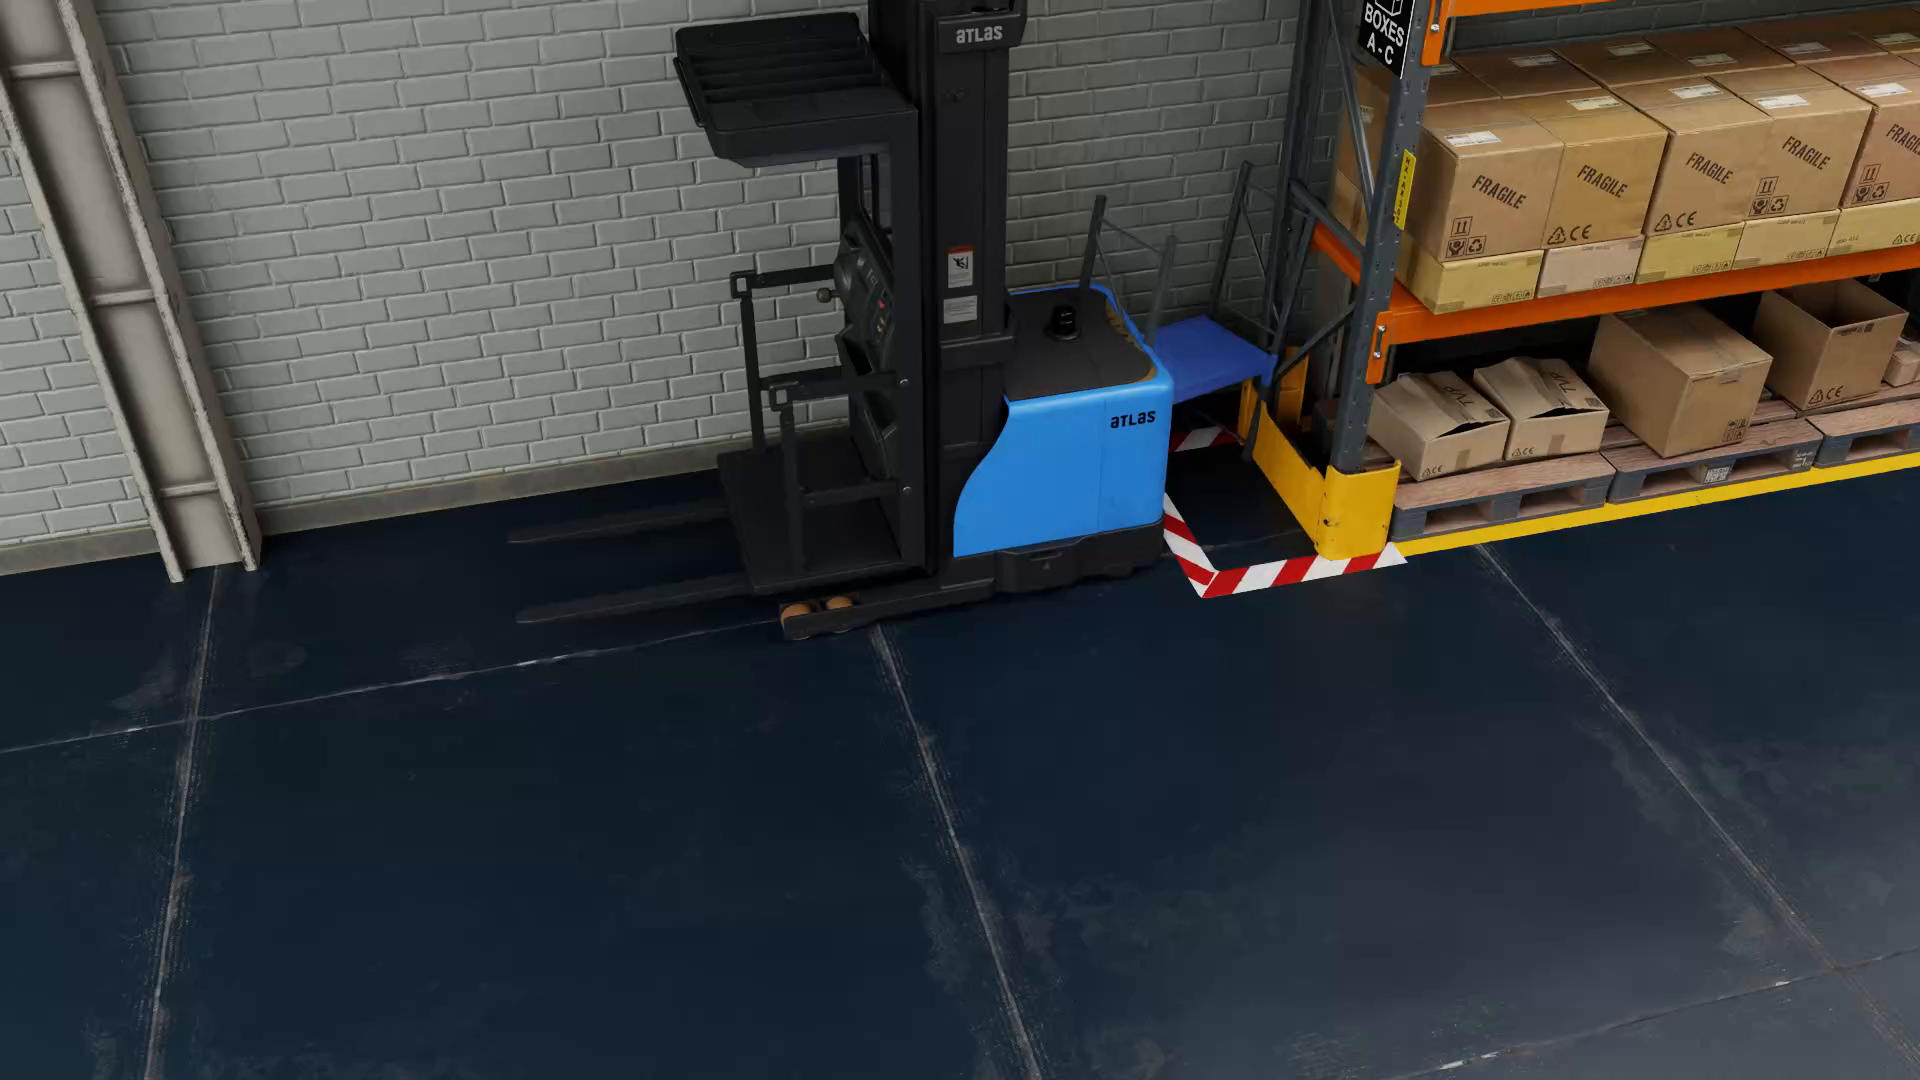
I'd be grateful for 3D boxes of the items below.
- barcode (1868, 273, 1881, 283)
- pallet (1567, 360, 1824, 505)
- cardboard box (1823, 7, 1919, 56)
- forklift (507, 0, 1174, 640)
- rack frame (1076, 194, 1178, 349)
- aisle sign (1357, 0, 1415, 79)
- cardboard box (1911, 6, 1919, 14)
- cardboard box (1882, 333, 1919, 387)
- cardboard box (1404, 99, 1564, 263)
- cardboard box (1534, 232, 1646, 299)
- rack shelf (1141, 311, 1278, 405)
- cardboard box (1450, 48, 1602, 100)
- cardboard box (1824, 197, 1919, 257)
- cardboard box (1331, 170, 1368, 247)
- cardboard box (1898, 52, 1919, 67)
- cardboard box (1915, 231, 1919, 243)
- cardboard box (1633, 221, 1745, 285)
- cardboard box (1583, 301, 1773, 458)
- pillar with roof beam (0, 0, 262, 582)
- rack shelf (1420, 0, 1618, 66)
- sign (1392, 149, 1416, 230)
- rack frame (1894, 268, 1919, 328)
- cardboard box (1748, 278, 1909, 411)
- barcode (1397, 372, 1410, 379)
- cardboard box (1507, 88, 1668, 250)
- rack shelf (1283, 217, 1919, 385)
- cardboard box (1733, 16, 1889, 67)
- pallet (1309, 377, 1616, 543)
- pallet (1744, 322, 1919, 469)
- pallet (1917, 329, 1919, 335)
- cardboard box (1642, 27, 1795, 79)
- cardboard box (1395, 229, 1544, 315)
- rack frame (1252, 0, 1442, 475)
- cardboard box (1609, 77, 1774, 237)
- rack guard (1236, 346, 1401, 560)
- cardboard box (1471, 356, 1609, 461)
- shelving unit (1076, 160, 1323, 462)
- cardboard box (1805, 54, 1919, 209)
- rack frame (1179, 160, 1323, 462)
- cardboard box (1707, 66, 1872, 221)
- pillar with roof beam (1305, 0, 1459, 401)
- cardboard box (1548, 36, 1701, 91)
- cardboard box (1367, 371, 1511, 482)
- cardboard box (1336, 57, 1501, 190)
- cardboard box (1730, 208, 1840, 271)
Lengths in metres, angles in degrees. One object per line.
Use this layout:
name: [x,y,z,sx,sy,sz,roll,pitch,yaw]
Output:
barcode: [4.994,-1.439,9.073,0.075,0.075,0.001,-9,38,-12]
pallet: [3.759,-0.644,8.898,1.213,0.211,1.003,-9,38,-12]
cardboard box: [4.569,-2.289,8.243,0.500,0.500,0.500,-10,38,-12]
forklift: [-0.600,-1.063,7.206,3.031,2.935,1.130,-10,38,-12]
rack frame: [0.693,-0.850,7.905,0.032,1.500,0.500,-21,45,-36]
aisle sign: [1.725,-2.286,6.609,0.004,0.787,0.394,-9,38,-12]
cardboard box: [5.070,-2.369,8.347,0.500,0.500,0.500,-10,39,-13]
cardboard box: [5.069,-1.022,9.066,0.250,0.166,0.380,-14,40,-18]
cardboard box: [2.256,-1.586,7.324,0.500,0.500,0.500,-9,38,-12]
cardboard box: [2.768,-1.371,7.660,0.500,0.250,0.500,-10,39,-13]
rack shelf: [1.055,-0.849,8.306,1.000,0.185,0.538,-21,45,-36]
cardboard box: [2.605,-1.960,7.813,0.500,0.500,0.500,-9,38,-11]
cardboard box: [4.235,-1.607,7.969,0.500,0.250,0.500,-10,38,-12]
cardboard box: [2.117,-1.577,7.929,0.500,0.250,0.500,-9,38,-11]
cardboard box: [4.722,-1.982,7.841,0.500,0.500,0.500,-10,38,-12]
cardboard box: [4.717,-1.696,8.085,0.500,0.250,0.500,-9,38,-12]
cardboard box: [3.261,-1.448,7.761,0.500,0.250,0.500,-10,39,-13]
cardboard box: [3.679,-0.857,8.576,0.500,0.500,0.700,-12,39,-15]
pillar with roof beam: [-2.503,-0.966,2.086,0.400,9.000,9.100,-9,38,-12]
rack shelf: [3.647,-2.663,7.365,4.000,0.370,1.077,-9,38,-12]
sign: [1.858,-1.466,6.965,0.005,0.325,0.100,-9,38,-12]
rack frame: [5.578,-2.074,8.472,0.127,3.000,1.000,-9,38,-12]
cardboard box: [4.586,-1.069,8.853,0.500,0.500,0.500,-12,39,-15]
barcode: [2.321,-0.846,8.709,0.075,0.075,0.001,-9,38,-12]
cardboard box: [2.735,-1.659,7.419,0.500,0.500,0.500,-9,38,-12]
rack shelf: [3.647,-1.472,8.277,4.000,0.370,1.077,-9,38,-12]
cardboard box: [4.087,-2.213,8.144,0.500,0.500,0.500,-8,38,-11]
pallet: [2.583,-0.453,8.648,1.213,0.211,1.003,-9,38,-12]
pallet: [4.939,-0.840,9.153,1.213,0.211,1.003,-9,38,-12]
pallet: [6.329,-1.091,9.482,1.213,0.211,1.003,-9,38,-12]
cardboard box: [3.589,-2.125,8.028,0.500,0.500,0.500,-9,38,-11]
cardboard box: [2.270,-1.280,7.541,0.500,0.250,0.500,-10,39,-13]
rack frame: [1.716,-1.441,7.644,0.127,3.000,1.000,-9,38,-12]
cardboard box: [3.236,-1.737,7.521,0.500,0.500,0.500,-11,39,-13]
rack guard: [1.790,-0.460,8.419,0.348,0.500,1.175,-9,38,-12]
cardboard box: [2.958,-0.695,8.520,0.500,0.311,0.500,-6,38,-8]
shelving unit: [1.079,-0.994,8.203,1.048,1.500,0.538,-21,45,-36]
cardboard box: [4.233,-1.909,7.745,0.500,0.500,0.500,-10,39,-13]
rack frame: [1.464,-1.139,8.501,0.032,1.500,0.500,-21,45,-36]
cardboard box: [3.731,-1.826,7.637,0.500,0.500,0.500,-8,38,-11]
pillar with roof beam: [3.289,-1.917,3.329,0.400,9.000,9.100,-9,38,-12]
cardboard box: [3.103,-2.045,7.923,0.500,0.500,0.500,-10,39,-13]
cardboard box: [2.408,-0.604,8.402,0.500,0.311,0.500,-14,39,-17]
cardboard box: [2.116,-1.886,7.716,0.500,0.500,0.500,-10,38,-12]
cardboard box: [3.750,-1.527,7.864,0.500,0.250,0.500,-9,38,-12]
